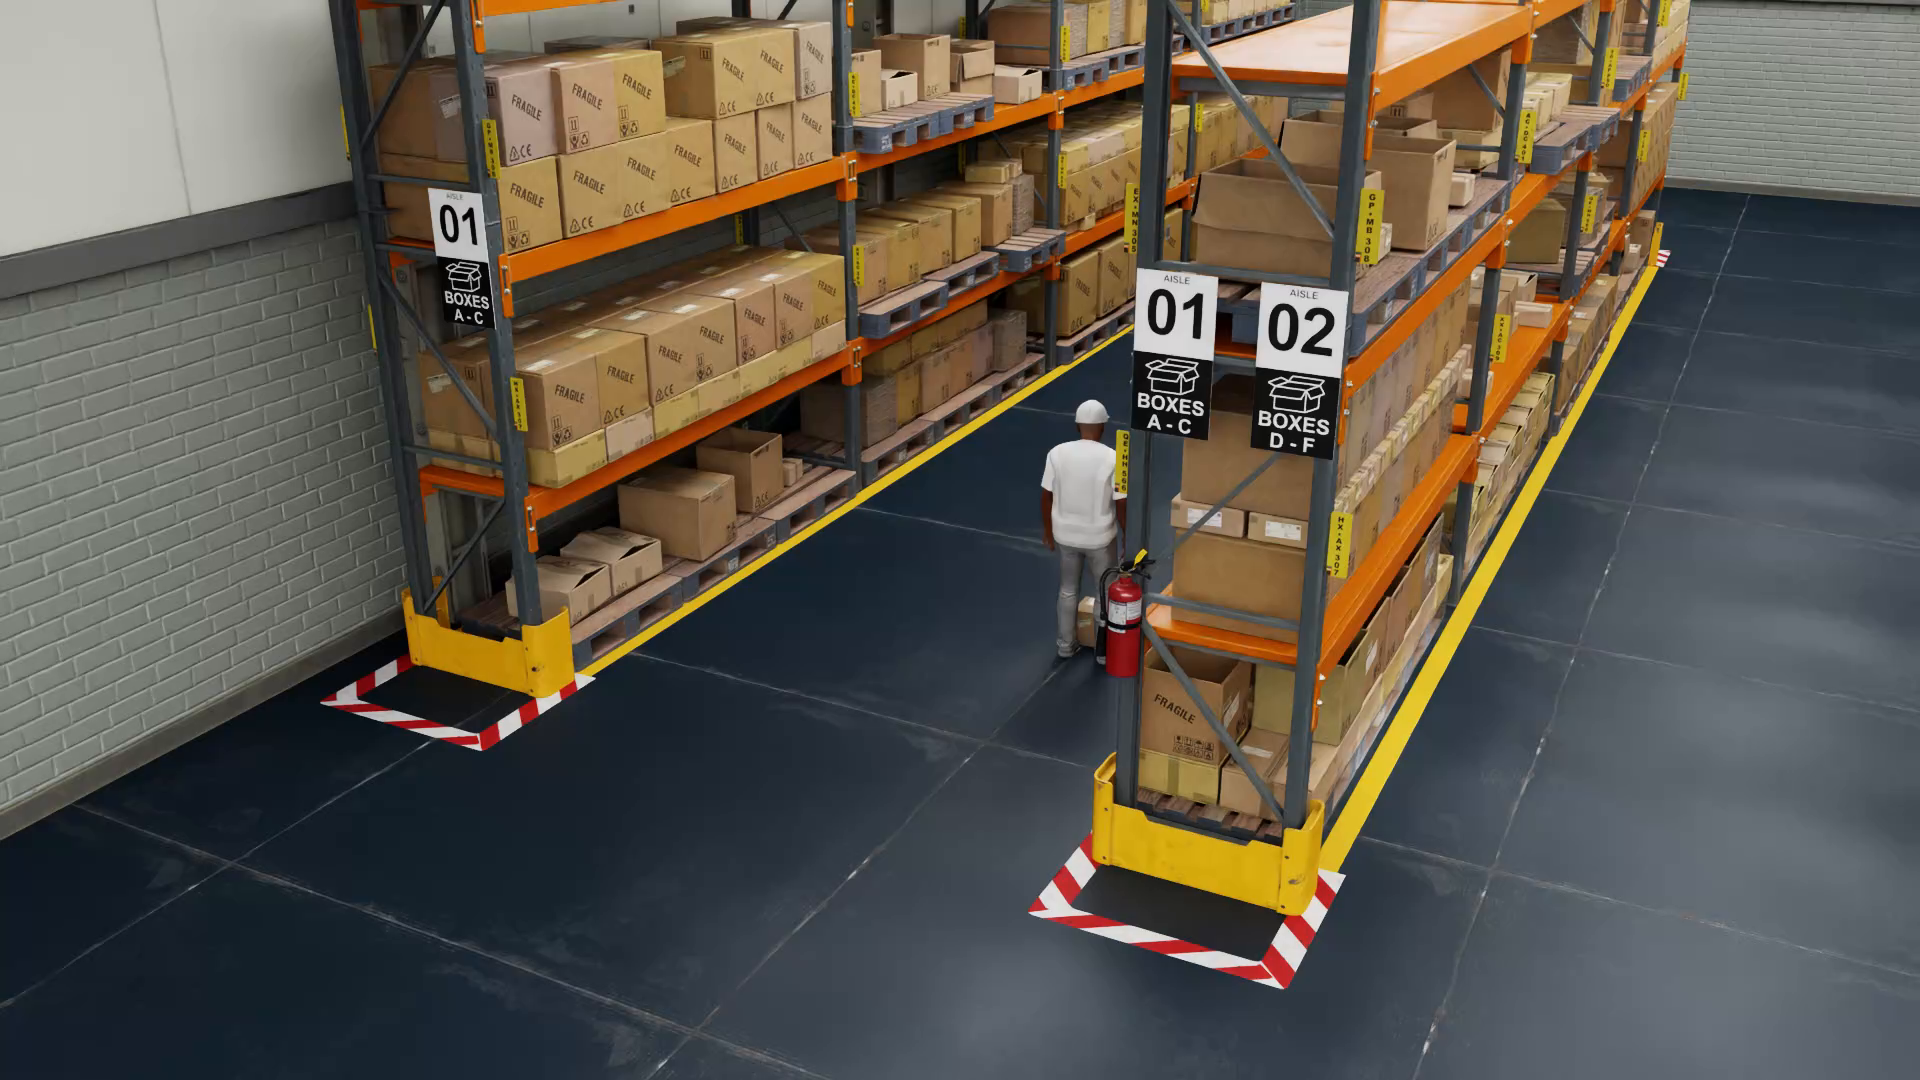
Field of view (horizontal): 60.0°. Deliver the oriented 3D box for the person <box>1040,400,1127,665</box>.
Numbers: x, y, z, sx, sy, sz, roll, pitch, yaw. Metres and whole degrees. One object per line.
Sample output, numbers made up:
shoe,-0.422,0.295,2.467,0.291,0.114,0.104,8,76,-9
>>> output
person,0.834,-0.051,10.852,0.624,1.759,0.463,10,25,22
